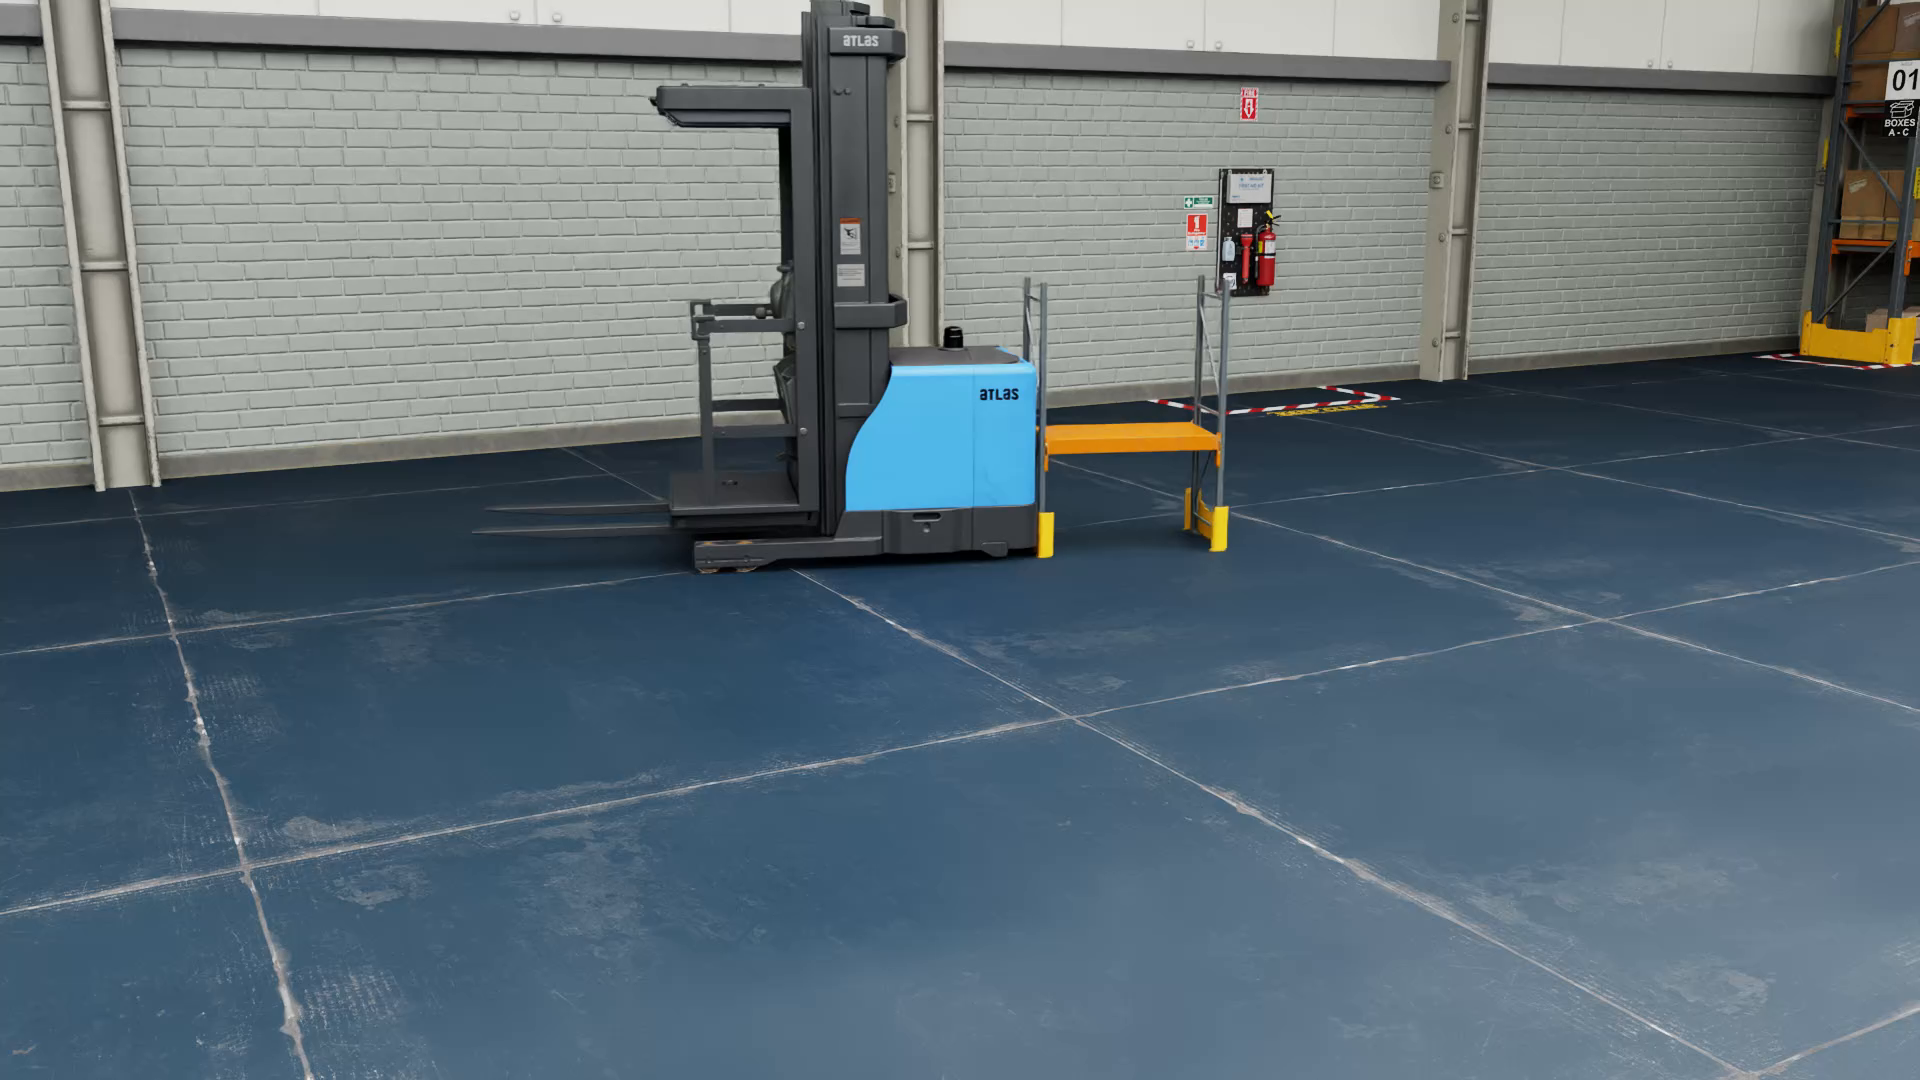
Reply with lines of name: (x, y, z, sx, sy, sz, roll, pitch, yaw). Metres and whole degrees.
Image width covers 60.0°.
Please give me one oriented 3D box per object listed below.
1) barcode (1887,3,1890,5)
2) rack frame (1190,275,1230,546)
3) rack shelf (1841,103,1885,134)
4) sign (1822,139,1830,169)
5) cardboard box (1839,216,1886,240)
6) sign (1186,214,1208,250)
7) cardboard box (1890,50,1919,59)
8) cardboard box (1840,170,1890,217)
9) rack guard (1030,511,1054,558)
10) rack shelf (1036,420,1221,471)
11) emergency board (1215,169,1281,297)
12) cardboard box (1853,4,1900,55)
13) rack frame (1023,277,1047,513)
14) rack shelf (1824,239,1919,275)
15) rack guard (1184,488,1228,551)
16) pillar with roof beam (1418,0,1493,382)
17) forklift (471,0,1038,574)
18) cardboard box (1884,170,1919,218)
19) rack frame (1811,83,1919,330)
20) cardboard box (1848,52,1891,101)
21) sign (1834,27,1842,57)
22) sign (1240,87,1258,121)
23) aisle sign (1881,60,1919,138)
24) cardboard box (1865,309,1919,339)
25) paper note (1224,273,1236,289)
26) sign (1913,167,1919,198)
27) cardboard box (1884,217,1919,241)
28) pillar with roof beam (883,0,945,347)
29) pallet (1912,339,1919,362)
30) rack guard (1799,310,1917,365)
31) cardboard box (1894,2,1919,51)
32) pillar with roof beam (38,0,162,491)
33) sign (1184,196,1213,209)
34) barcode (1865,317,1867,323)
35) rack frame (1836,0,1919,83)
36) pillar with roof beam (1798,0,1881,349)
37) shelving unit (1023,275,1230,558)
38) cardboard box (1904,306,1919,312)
barcode: (10.344, -5.954, 18.529, 0.075, 0.075, 0.001, -7, 14, -28)
rack frame: (1.417, -0.733, 9.452, 0.032, 1.500, 0.500, -2, 13, -9)
rack shelf: (11.716, -4.813, 18.969, 4.000, 0.370, 1.077, -7, 14, -28)
sign: (9.712, -4.318, 18.607, 0.005, 0.325, 0.100, -7, 14, -28)
cardboard box: (10.278, -3.513, 18.683, 0.500, 0.250, 0.500, -7, 14, -27)
sign: (2.172, -2.826, 15.251, 0.234, 0.329, 0.001, -7, 14, -28)
cardboard box: (10.374, -4.999, 17.884, 0.500, 0.500, 0.500, -6, 14, -26)
cardboard box: (10.272, -3.883, 18.619, 0.500, 0.500, 0.500, -7, 14, -28)
rack guard: (0.433, -0.089, 9.435, 0.087, 0.250, 0.587, -2, 13, -9)
rack shelf: (0.915, -0.540, 9.412, 1.000, 0.185, 0.538, -2, 13, -9)
emergency board: (2.707, -2.846, 15.425, 0.643, 1.169, 0.194, -7, 14, -28)
cardboard box: (10.214, -5.595, 18.258, 0.500, 0.500, 0.500, -6, 14, -25)
rack frame: (0.414, -0.698, 9.294, 0.032, 1.500, 0.500, -2, 13, -9)
rack shelf: (11.716, -3.349, 19.298, 4.000, 0.370, 1.077, -7, 14, -28)
rack guard: (1.416, -0.123, 9.589, 0.087, 0.250, 0.587, -2, 13, -9)
pillar with roof beam: (6.957, -5.196, 12.203, 0.400, 9.000, 9.100, -7, 14, -28)
forklift: (-1.139, -1.377, 9.050, 3.031, 2.935, 1.130, -2, 13, -9)
cardboard box: (10.523, -3.785, 18.182, 0.500, 0.500, 0.500, -7, 14, -28)
rack frame: (9.960, -3.490, 18.284, 0.127, 3.000, 1.000, -7, 14, -28)
cardboard box: (10.205, -5.105, 18.354, 0.500, 0.500, 0.500, -6, 14, -24)
sign: (9.712, -5.494, 18.343, 0.005, 0.325, 0.100, -7, 14, -28)
sign: (2.652, -3.996, 15.252, 0.199, 0.298, 0.001, -7, 14, -28)
aisle sign: (10.041, -4.693, 17.708, 0.004, 0.787, 0.394, -7, 14, -28)
cardboard box: (10.611, -2.448, 18.778, 0.500, 0.311, 0.500, -9, 15, -34)
paper note: (2.518, -2.411, 15.498, 0.142, 0.148, 0.016, -7, 14, -28)
sign: (10.221, -3.808, 17.725, 0.005, 0.325, 0.100, -7, 14, -28)
cardboard box: (10.541, -3.417, 18.255, 0.500, 0.250, 0.500, -7, 15, -29)
pillar with roof beam: (1.690, -4.565, 9.398, 0.400, 9.000, 9.100, -7, 14, -28)
pallet: (10.757, -2.216, 18.976, 1.213, 0.211, 1.003, -7, 14, -28)
rack guard: (10.027, -2.278, 18.594, 0.348, 0.500, 1.175, -7, 14, -28)
cardboard box: (10.415, -5.493, 17.804, 0.500, 0.500, 0.500, -8, 15, -32)
pillar with roof beam: (-3.576, -3.934, 6.593, 0.400, 9.000, 9.100, -7, 14, -28)
sign: (2.180, -3.083, 15.187, 0.331, 0.109, 0.001, -7, 14, -28)
barcode: (10.435, -2.532, 19.128, 0.075, 0.075, 0.001, -7, 14, -28)
rack frame: (9.960, -6.417, 17.626, 0.127, 3.000, 1.000, -7, 14, -28)
pillar with roof beam: (12.223, -5.827, 15.007, 0.400, 9.000, 9.100, -7, 14, -28)
shelving unit: (0.924, -0.716, 9.374, 1.083, 1.500, 0.587, -2, 13, -9)
cardboard box: (11.111, -2.508, 19.044, 0.500, 0.311, 0.500, -6, 14, -23)
